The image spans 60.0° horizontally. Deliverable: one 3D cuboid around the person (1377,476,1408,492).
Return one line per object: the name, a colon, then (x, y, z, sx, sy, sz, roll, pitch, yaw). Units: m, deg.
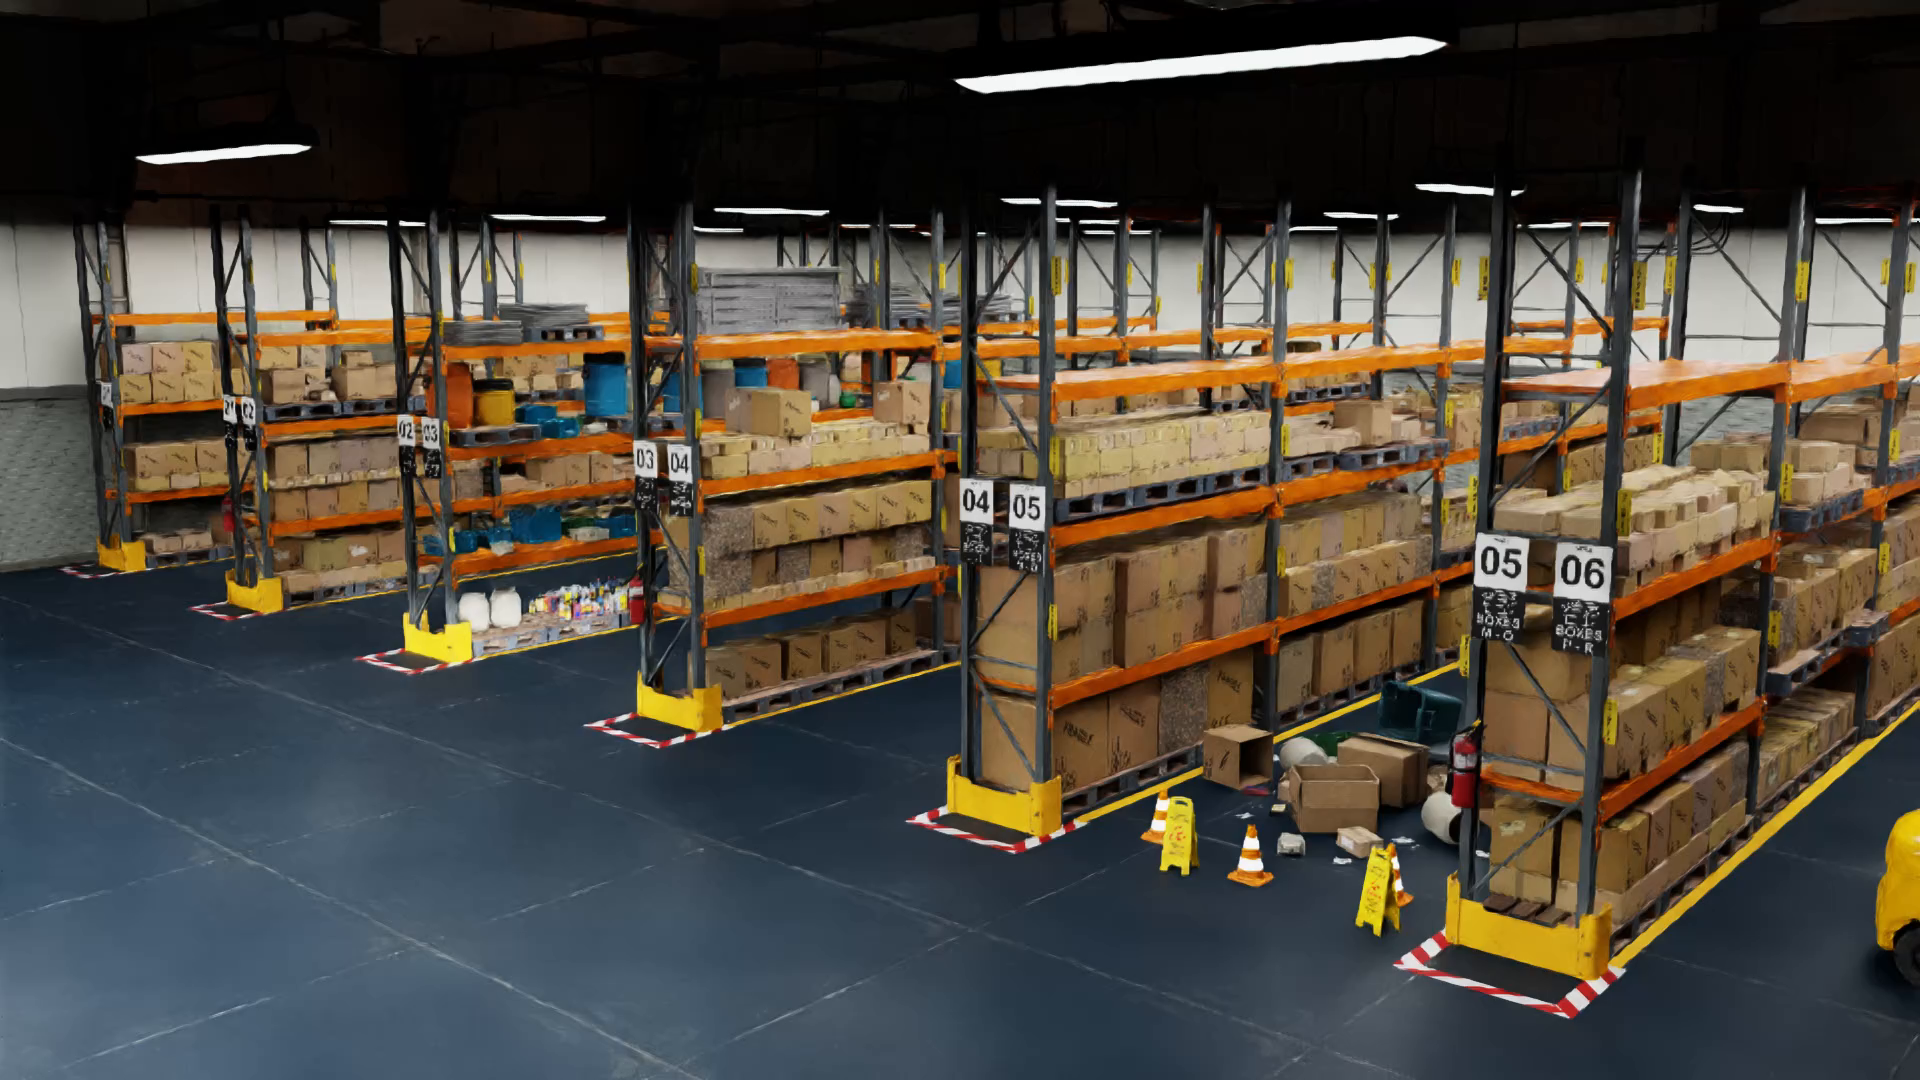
person: (7.418, -0.345, 28.657, 0.598, 1.503, 1.193, 9, 13, 42)
